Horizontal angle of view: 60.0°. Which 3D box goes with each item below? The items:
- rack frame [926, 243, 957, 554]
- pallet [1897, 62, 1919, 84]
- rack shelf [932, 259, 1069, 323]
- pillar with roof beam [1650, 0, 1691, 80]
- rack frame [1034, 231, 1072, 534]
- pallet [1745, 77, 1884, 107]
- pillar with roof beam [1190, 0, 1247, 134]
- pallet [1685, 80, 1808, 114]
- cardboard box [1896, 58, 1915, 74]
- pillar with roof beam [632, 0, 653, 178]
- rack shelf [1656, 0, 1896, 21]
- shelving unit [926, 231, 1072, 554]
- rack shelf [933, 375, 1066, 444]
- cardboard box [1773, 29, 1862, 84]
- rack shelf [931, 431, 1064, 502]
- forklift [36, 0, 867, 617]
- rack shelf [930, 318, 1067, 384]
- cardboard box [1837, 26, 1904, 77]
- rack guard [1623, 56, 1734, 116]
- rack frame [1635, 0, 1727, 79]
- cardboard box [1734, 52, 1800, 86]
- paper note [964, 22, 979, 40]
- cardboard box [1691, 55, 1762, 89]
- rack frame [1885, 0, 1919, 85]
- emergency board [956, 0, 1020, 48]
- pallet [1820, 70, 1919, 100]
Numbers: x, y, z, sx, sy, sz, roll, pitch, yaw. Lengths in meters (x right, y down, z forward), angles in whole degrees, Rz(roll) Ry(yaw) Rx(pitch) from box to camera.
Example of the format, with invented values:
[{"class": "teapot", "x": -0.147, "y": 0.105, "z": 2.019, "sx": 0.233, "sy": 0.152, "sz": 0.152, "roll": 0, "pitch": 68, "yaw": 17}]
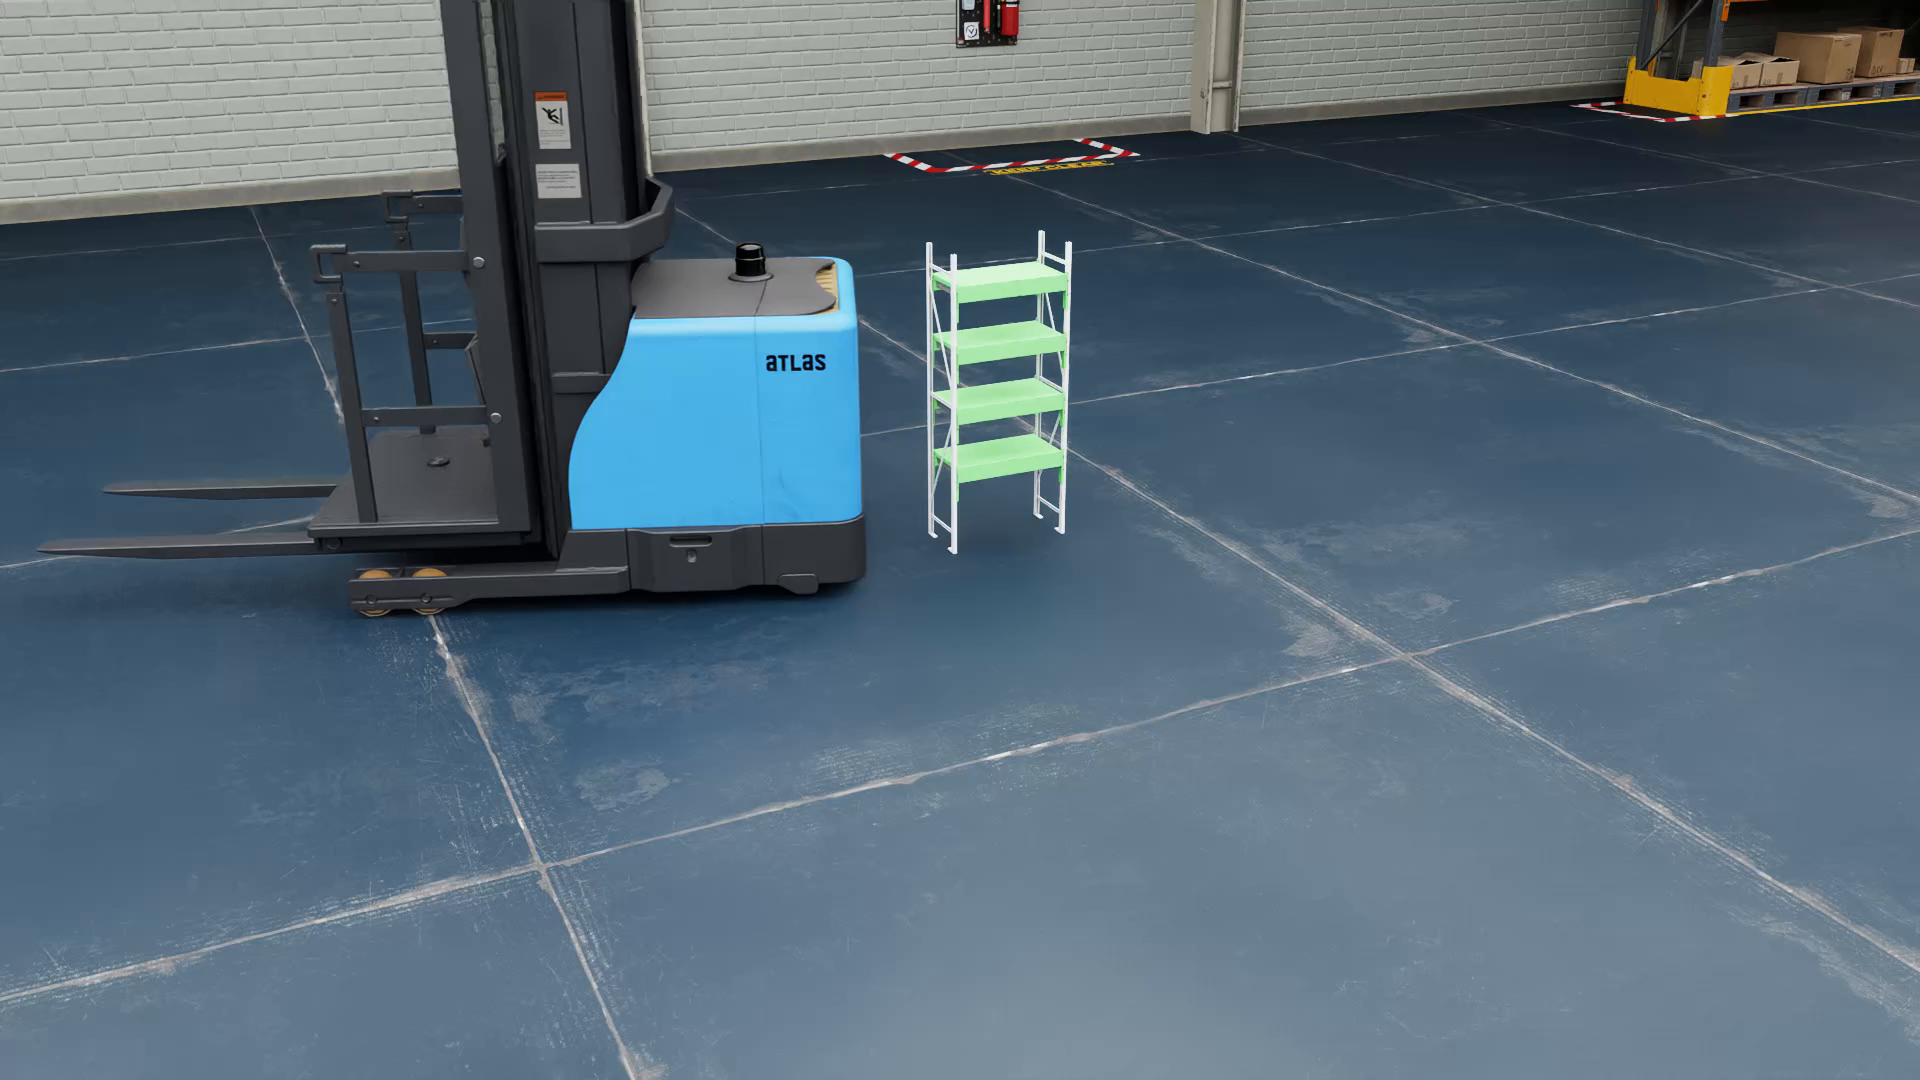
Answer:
[{"class": "rack frame", "x": -0.071, "y": -0.541, "z": 6.489, "sx": 0.015, "sy": 1.200, "sz": 0.240, "roll": -10, "pitch": 25, "yaw": -24}, {"class": "pallet", "x": 11.996, "y": -5.574, "z": 19.941, "sx": 1.213, "sy": 0.211, "sz": 1.003, "roll": -10, "pitch": 25, "yaw": -24}, {"class": "rack shelf", "x": 0.149, "y": -0.966, "z": 6.428, "sx": 0.480, "sy": 0.148, "sz": 0.258, "roll": -10, "pitch": 25, "yaw": -24}, {"class": "pillar with roof beam", "x": 9.814, "y": -7.772, "z": 13.760, "sx": 0.400, "sy": 9.000, "sz": 9.100, "roll": -10, "pitch": 25, "yaw": -24}, {"class": "rack frame", "x": 0.369, "y": -0.622, "z": 6.685, "sx": 0.015, "sy": 1.200, "sz": 0.240, "roll": -10, "pitch": 25, "yaw": -24}, {"class": "pallet", "x": 9.605, "y": -5.117, "z": 18.836, "sx": 1.213, "sy": 0.211, "sz": 1.003, "roll": -10, "pitch": 25, "yaw": -24}, {"class": "pillar with roof beam", "x": 4.407, "y": -6.777, "z": 11.356, "sx": 0.400, "sy": 9.000, "sz": 9.100, "roll": -10, "pitch": 25, "yaw": -24}, {"class": "pallet", "x": 8.507, "y": -4.916, "z": 18.351, "sx": 1.213, "sy": 0.211, "sz": 1.003, "roll": -10, "pitch": 25, "yaw": -24}, {"class": "cardboard box", "x": 10.826, "y": -5.528, "z": 19.312, "sx": 0.250, "sy": 0.166, "sz": 0.380, "roll": -14, "pitch": 26, "yaw": -30}, {"class": "pillar with roof beam", "x": -0.999, "y": -5.782, "z": 8.952, "sx": 0.400, "sy": 9.000, "sz": 9.100, "roll": -10, "pitch": 25, "yaw": -24}, {"class": "rack shelf", "x": 9.493, "y": -6.069, "z": 18.430, "sx": 4.000, "sy": 0.370, "sz": 1.077, "roll": -10, "pitch": 25, "yaw": -24}, {"class": "shelving unit", "x": 0.149, "y": -0.582, "z": 6.587, "sx": 0.503, "sy": 1.200, "sz": 0.258, "roll": -10, "pitch": 25, "yaw": -24}, {"class": "rack shelf", "x": 0.149, "y": -0.523, "z": 6.611, "sx": 0.480, "sy": 0.148, "sz": 0.258, "roll": -10, "pitch": 25, "yaw": -24}, {"class": "cardboard box", "x": 9.550, "y": -5.401, "z": 18.568, "sx": 0.500, "sy": 0.500, "sz": 0.700, "roll": -12, "pitch": 25, "yaw": -27}, {"class": "rack shelf", "x": 0.149, "y": -0.301, "z": 6.703, "sx": 0.480, "sy": 0.148, "sz": 0.258, "roll": -10, "pitch": 25, "yaw": -24}, {"class": "forklift", "x": -1.897, "y": -1.285, "z": 6.022, "sx": 3.031, "sy": 2.935, "sz": 1.130, "roll": -2, "pitch": 23, "yaw": -4}, {"class": "rack shelf", "x": 0.149, "y": -0.745, "z": 6.519, "sx": 0.480, "sy": 0.148, "sz": 0.258, "roll": -10, "pitch": 25, "yaw": -24}, {"class": "cardboard box", "x": 10.377, "y": -5.595, "z": 19.039, "sx": 0.500, "sy": 0.500, "sz": 0.500, "roll": -12, "pitch": 26, "yaw": -28}, {"class": "rack guard", "x": 7.760, "y": -4.927, "z": 18.000, "sx": 0.348, "sy": 0.500, "sz": 1.175, "roll": -10, "pitch": 25, "yaw": -24}, {"class": "rack frame", "x": 7.691, "y": -6.070, "z": 17.491, "sx": 0.127, "sy": 3.000, "sz": 1.000, "roll": -10, "pitch": 25, "yaw": -24}, {"class": "cardboard box", "x": 8.867, "y": -5.209, "z": 18.352, "sx": 0.500, "sy": 0.311, "sz": 0.500, "roll": -8, "pitch": 24, "yaw": -19}, {"class": "paper note", "x": 0.108, "y": -4.679, "z": 15.284, "sx": 0.142, "sy": 0.148, "sz": 0.016, "roll": -10, "pitch": 25, "yaw": -24}, {"class": "cardboard box", "x": 8.354, "y": -5.114, "z": 18.124, "sx": 0.500, "sy": 0.311, "sz": 0.500, "roll": -14, "pitch": 26, "yaw": -30}, {"class": "rack frame", "x": 11.295, "y": -6.733, "z": 19.094, "sx": 0.127, "sy": 3.000, "sz": 1.000, "roll": -10, "pitch": 25, "yaw": -24}, {"class": "emergency board", "x": 0.297, "y": -5.092, "z": 15.129, "sx": 0.643, "sy": 1.169, "sz": 0.194, "roll": -10, "pitch": 25, "yaw": -24}, {"class": "pallet", "x": 10.705, "y": -5.321, "z": 19.329, "sx": 1.213, "sy": 0.211, "sz": 1.003, "roll": -10, "pitch": 25, "yaw": -24}]
